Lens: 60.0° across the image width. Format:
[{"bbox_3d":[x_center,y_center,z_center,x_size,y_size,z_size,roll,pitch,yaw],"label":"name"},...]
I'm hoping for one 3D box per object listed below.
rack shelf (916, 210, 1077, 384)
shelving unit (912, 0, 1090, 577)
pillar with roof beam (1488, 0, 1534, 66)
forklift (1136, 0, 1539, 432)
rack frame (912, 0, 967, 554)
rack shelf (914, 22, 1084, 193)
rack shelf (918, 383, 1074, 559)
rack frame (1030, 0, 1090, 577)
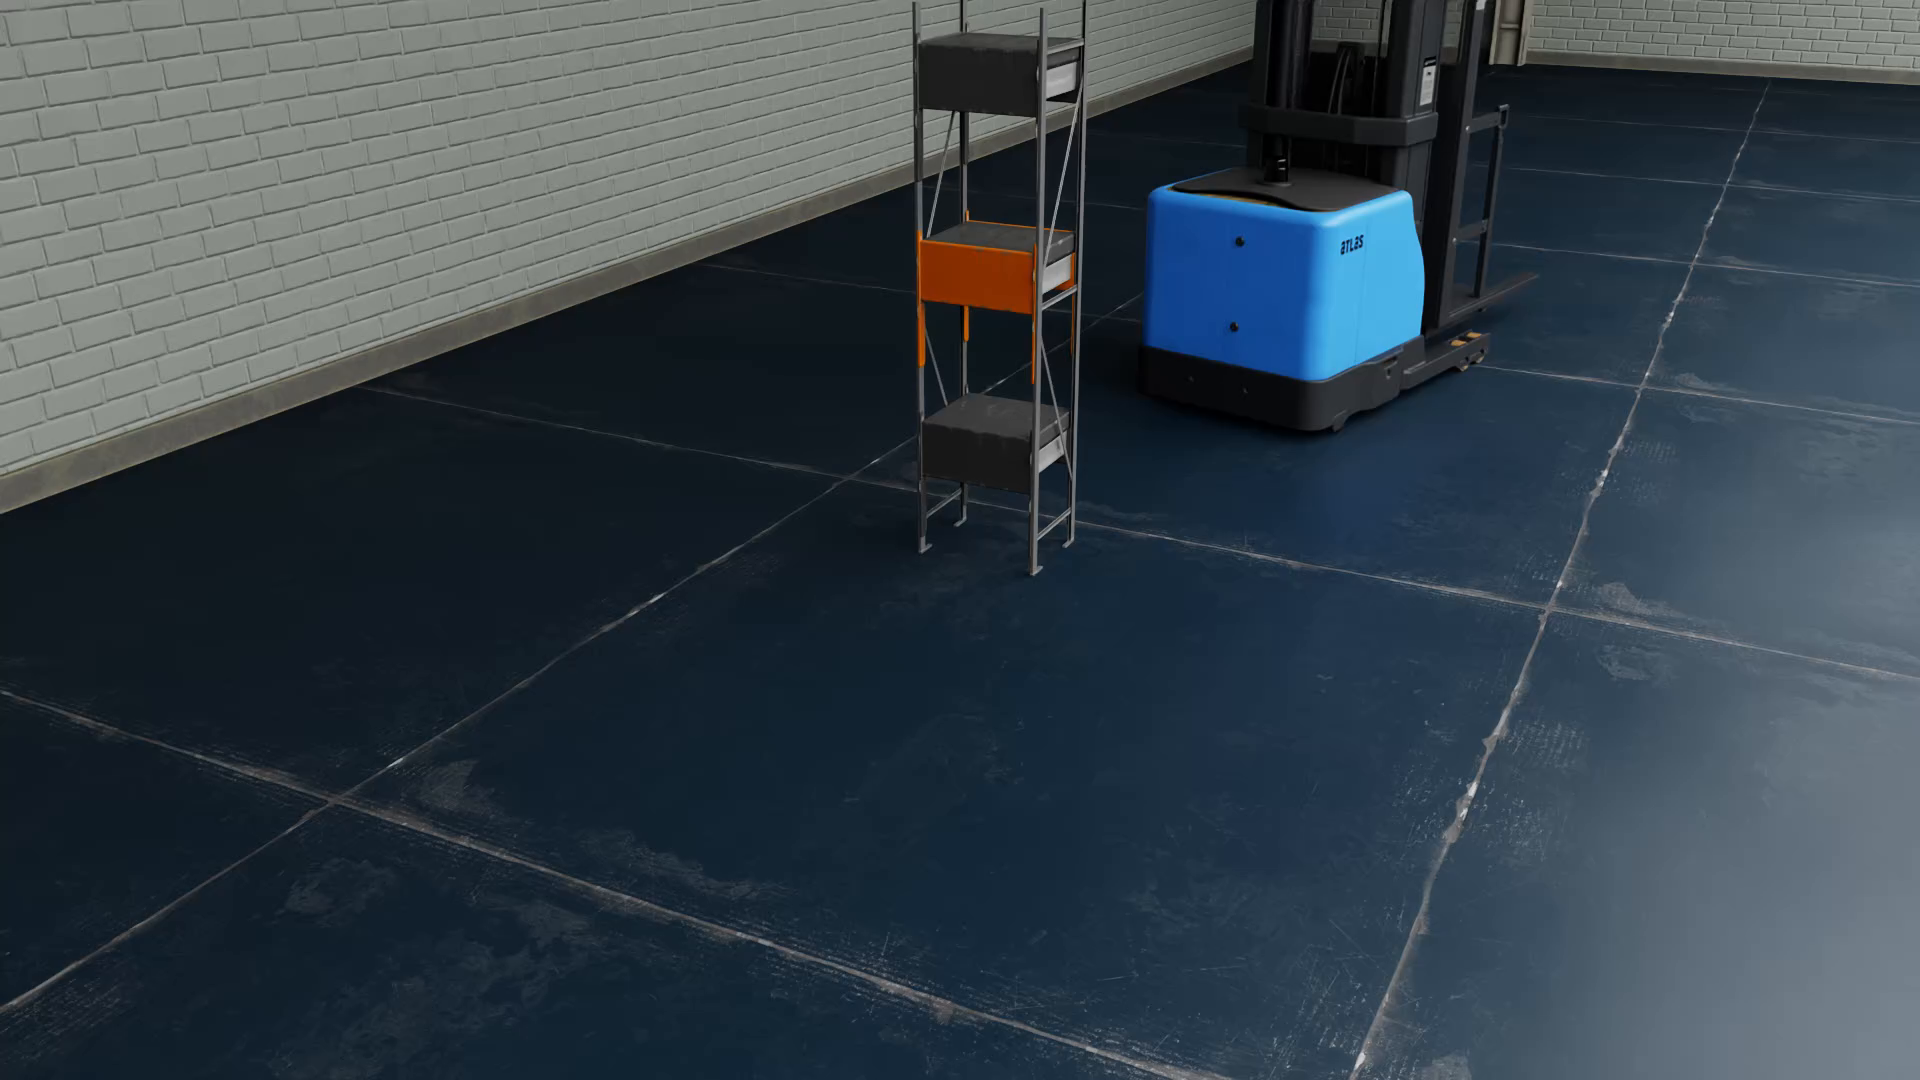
[{"bbox_3d":[0.148,-0.924,6.276,0.480,0.518,0.431,11,25,25],"label":"rack shelf"},{"bbox_3d":[0.148,-0.937,6.270,0.503,2.100,0.431,11,25,25],"label":"shelving unit"},{"bbox_3d":[4.861,-8.563,15.388,0.400,9.000,9.100,11,25,25],"label":"pillar with roof beam"},{"bbox_3d":[2.220,-2.359,8.553,1.130,2.935,3.031,18,29,36],"label":"forklift"},{"bbox_3d":[-0.070,-0.980,6.372,0.015,2.100,0.400,11,25,25],"label":"rack frame"},{"bbox_3d":[0.148,-1.569,6.002,0.480,0.518,0.431,11,25,25],"label":"rack shelf"},{"bbox_3d":[0.148,-0.280,6.550,0.480,0.518,0.431,11,25,25],"label":"rack shelf"},{"bbox_3d":[0.365,-0.894,6.169,0.015,2.100,0.400,11,25,25],"label":"rack frame"}]
